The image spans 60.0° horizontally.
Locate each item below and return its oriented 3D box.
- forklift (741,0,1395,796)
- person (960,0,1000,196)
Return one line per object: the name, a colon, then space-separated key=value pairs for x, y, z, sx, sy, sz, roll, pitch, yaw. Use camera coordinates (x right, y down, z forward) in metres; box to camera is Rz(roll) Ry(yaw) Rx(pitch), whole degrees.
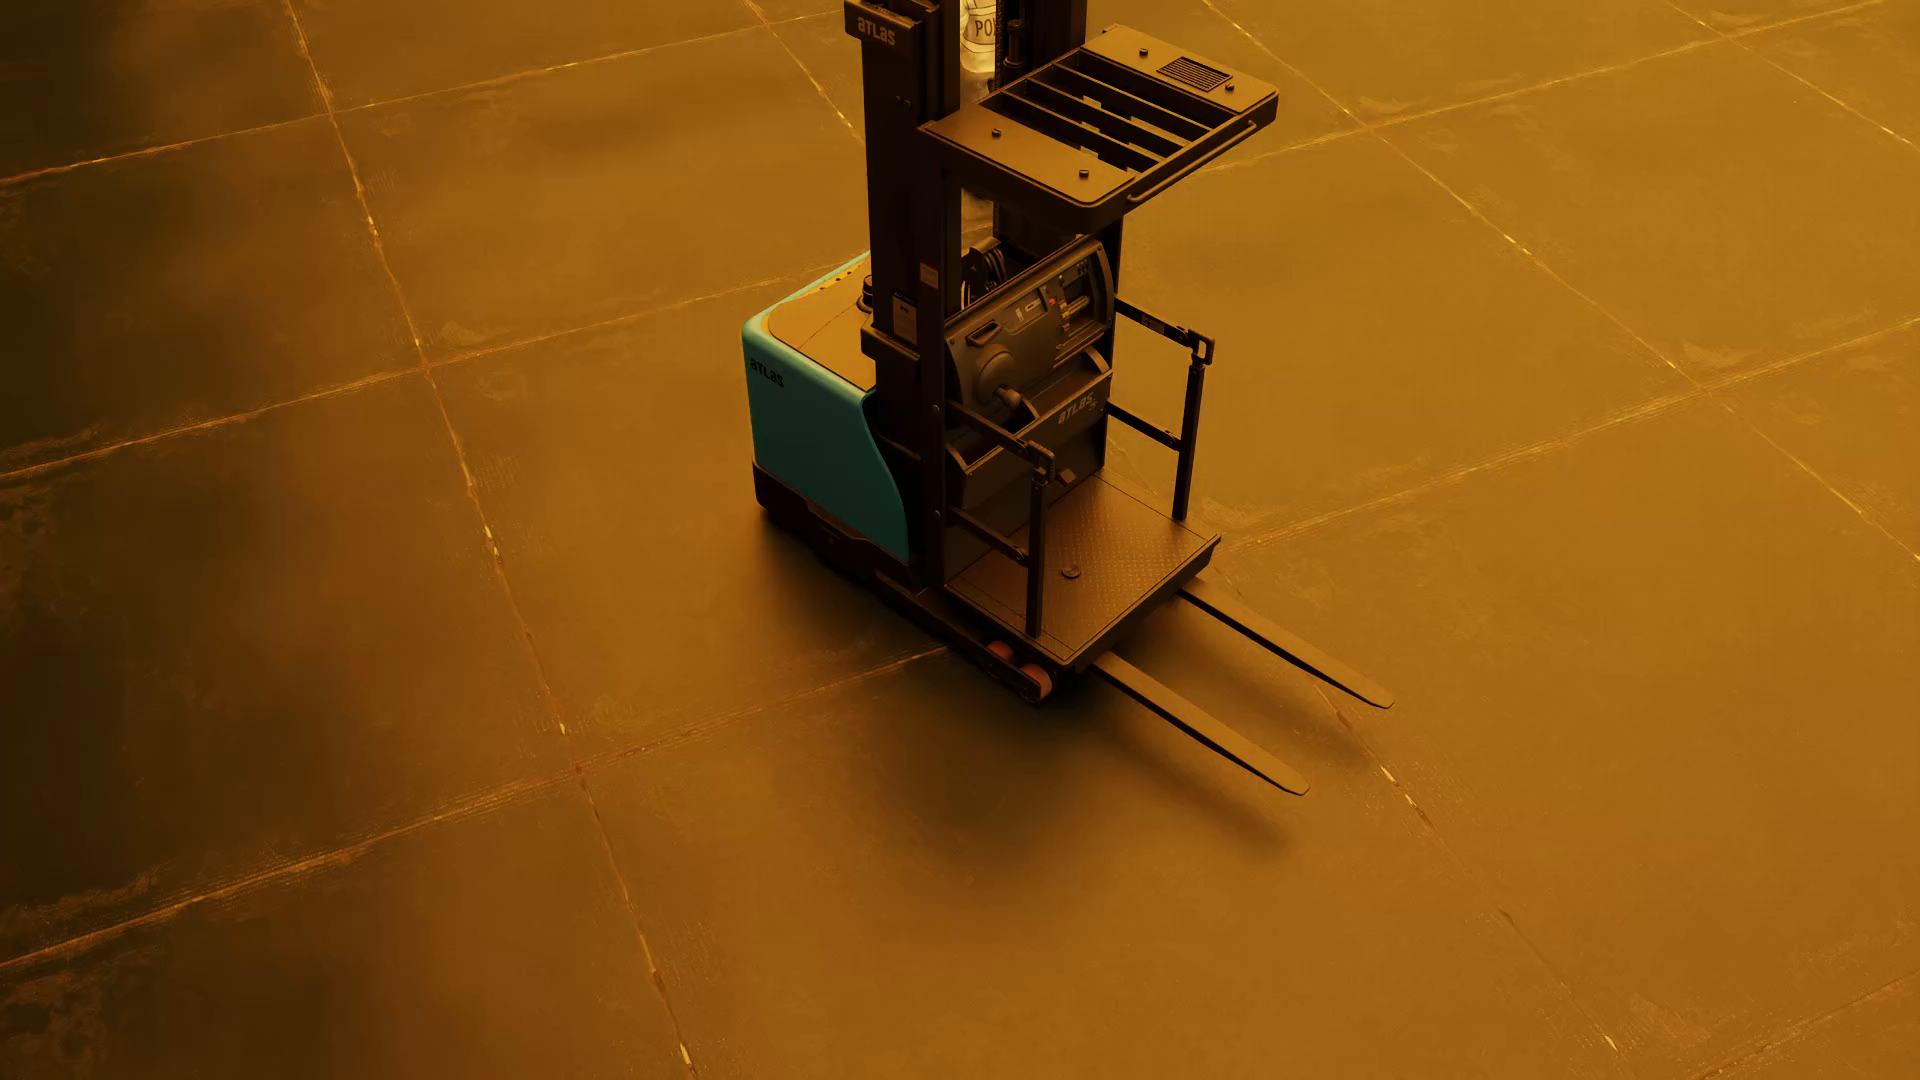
forklift: x=0.445 y=-0.788 z=6.525 sx=3.031 sy=2.935 sz=1.130 roll=32 pitch=52 yaw=30
person: x=0.118 y=-2.765 z=9.538 sx=0.587 sy=1.694 sz=0.530 roll=-16 pitch=45 yaw=-16
